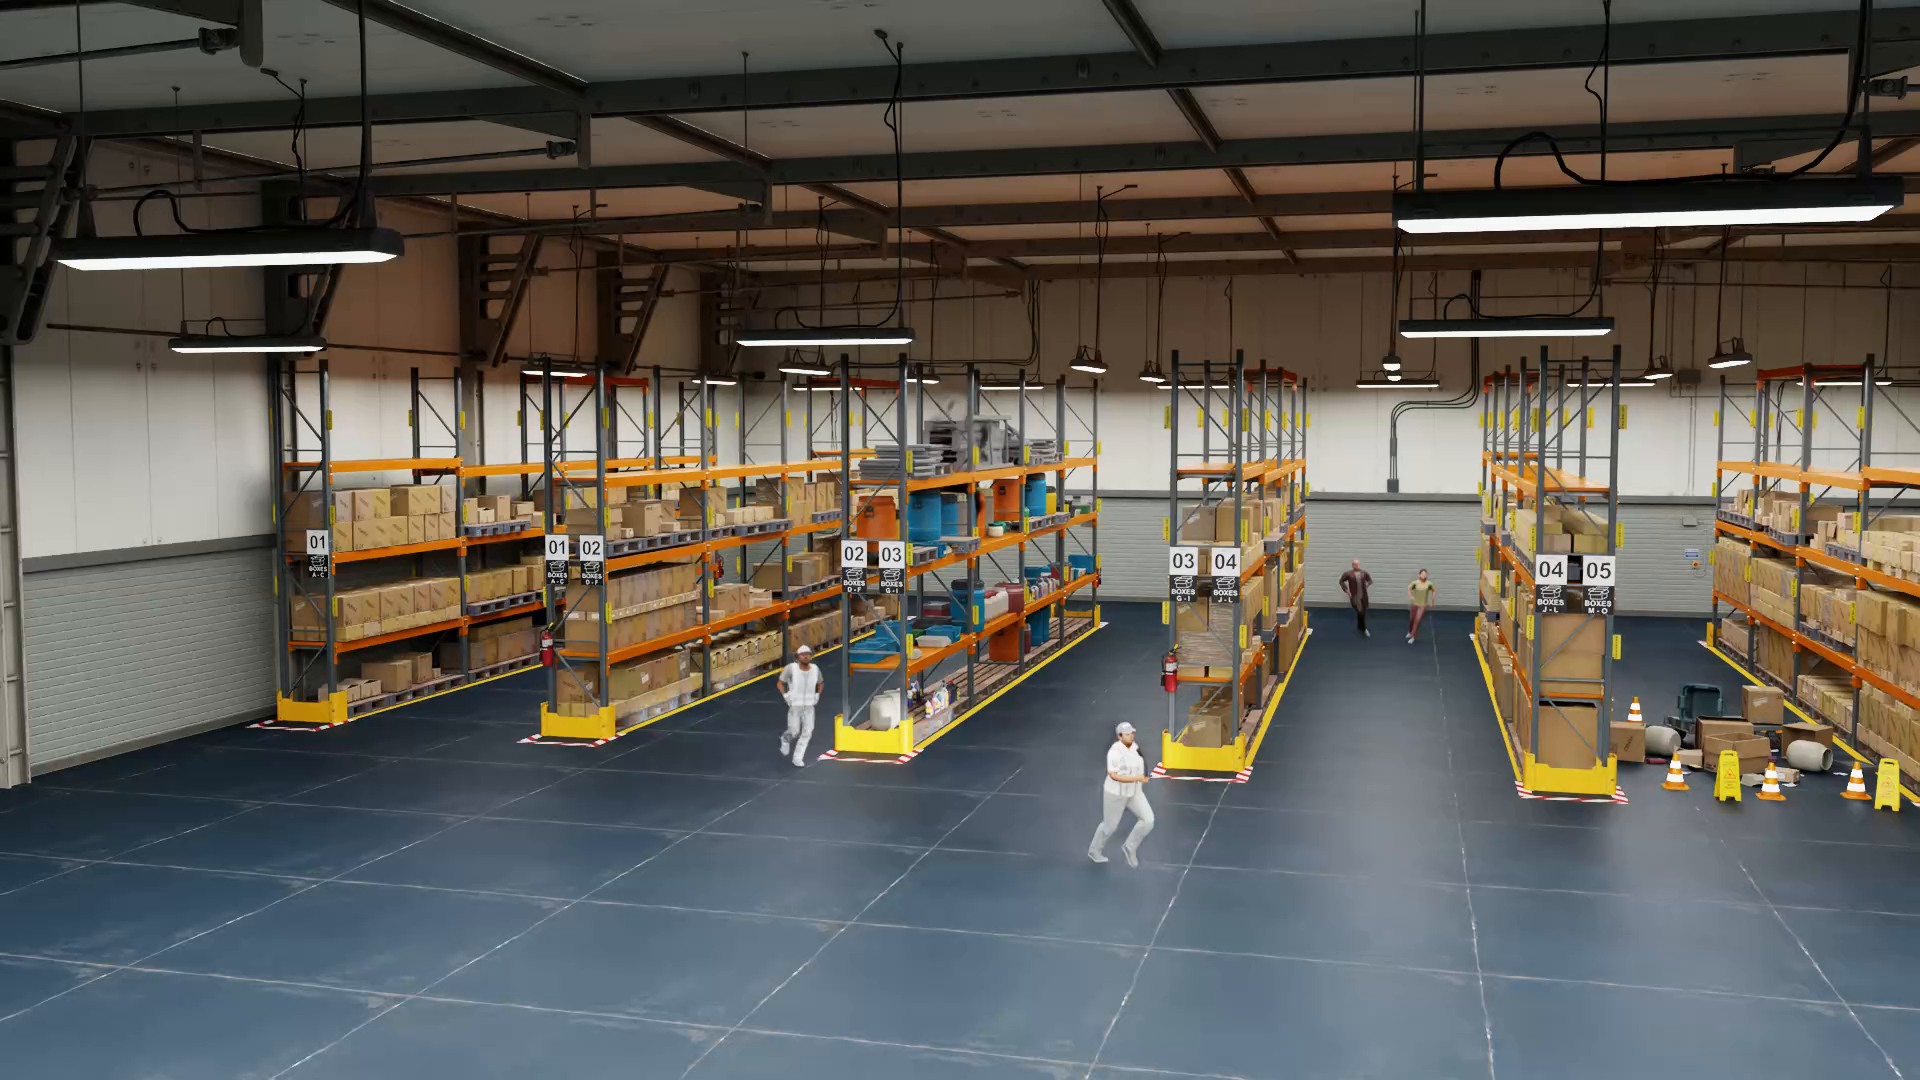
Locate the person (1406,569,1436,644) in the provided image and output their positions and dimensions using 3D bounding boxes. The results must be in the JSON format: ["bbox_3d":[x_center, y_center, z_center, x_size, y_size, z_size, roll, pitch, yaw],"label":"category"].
[{"bbox_3d":[10.351,1.474,37.426,0.645,1.640,0.952,2,4,22],"label":"person"}]

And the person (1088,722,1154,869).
[{"bbox_3d":[1.835,2.840,18.564,0.613,1.655,0.834,-4,5,-41],"label":"person"}]

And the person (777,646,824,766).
[{"bbox_3d":[-2.312,2.397,24.269,0.707,1.735,0.608,-2,4,-21],"label":"person"}]

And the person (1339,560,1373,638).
[{"bbox_3d":[9.198,1.341,38.537,0.722,1.782,0.798,-1,4,-8],"label":"person"}]
